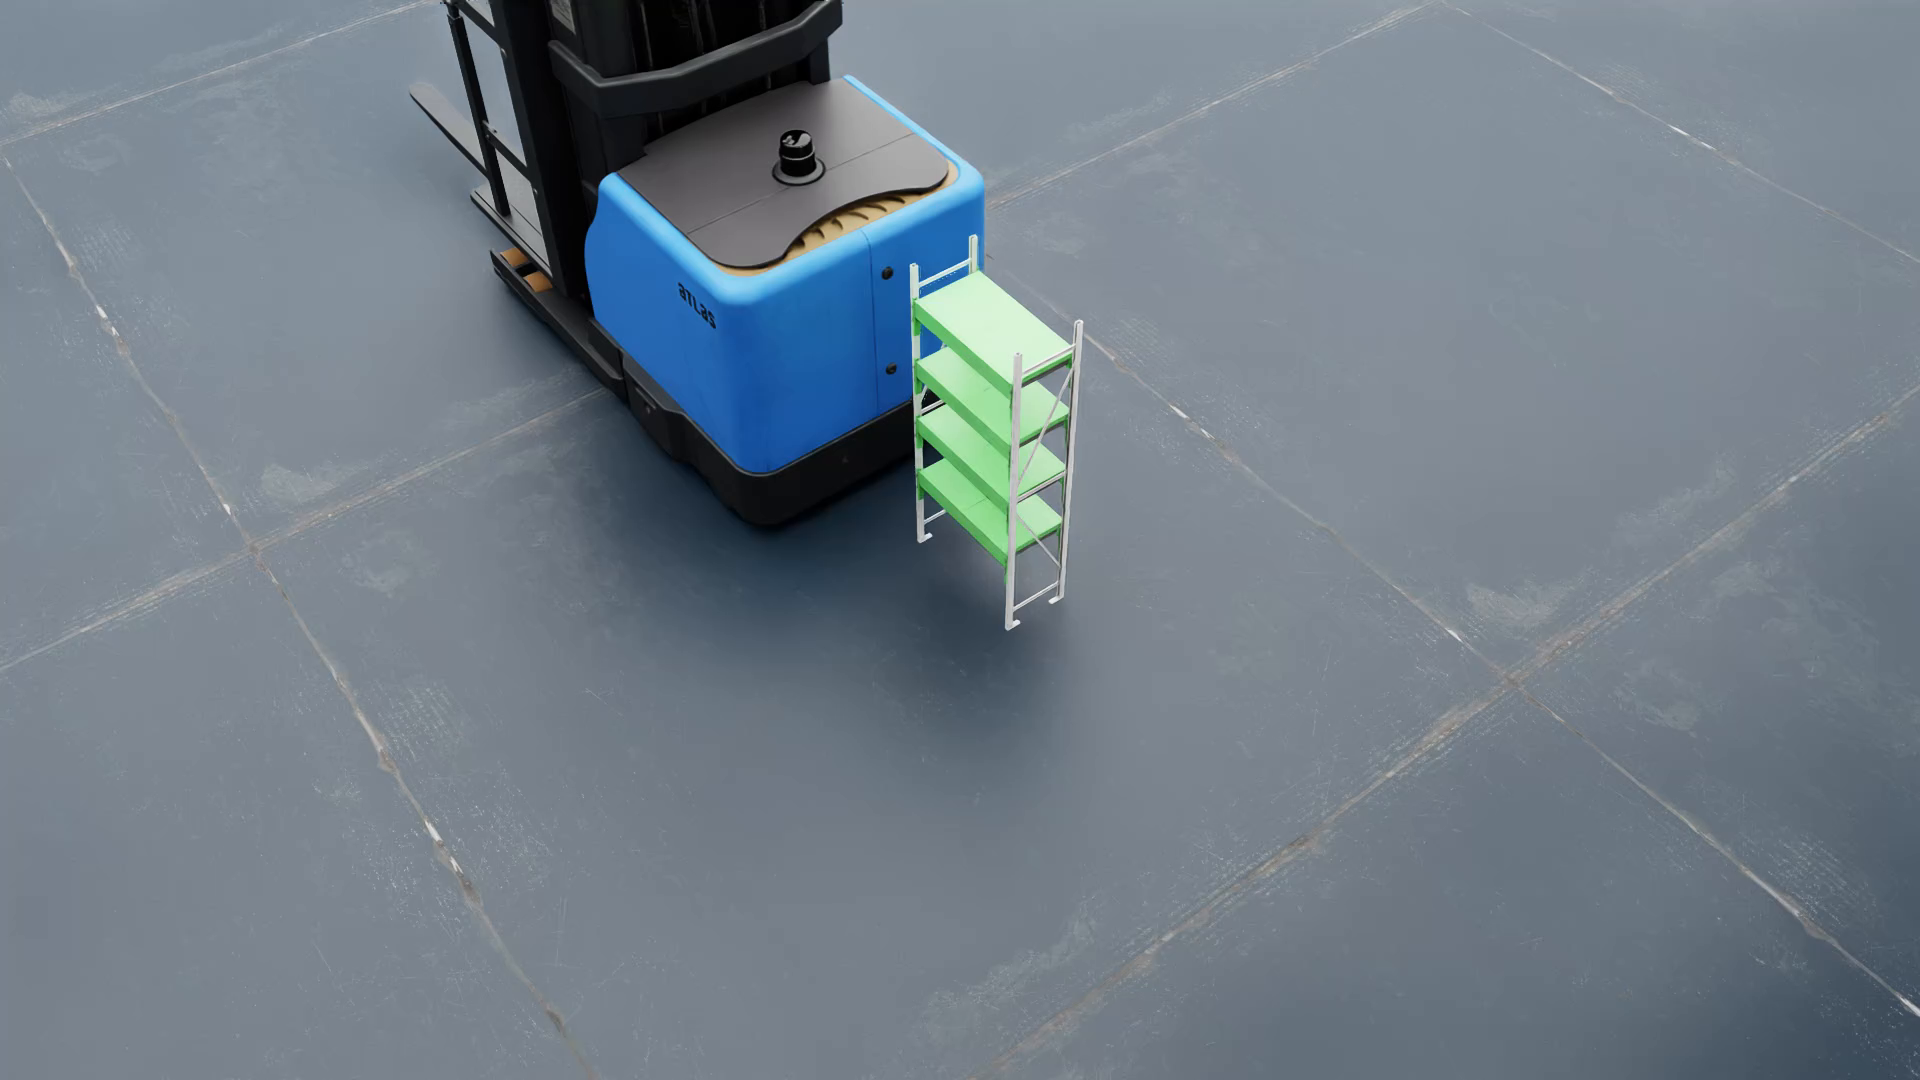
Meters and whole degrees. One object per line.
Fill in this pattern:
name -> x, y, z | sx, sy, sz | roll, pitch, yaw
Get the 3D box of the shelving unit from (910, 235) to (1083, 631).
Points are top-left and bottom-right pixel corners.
shelving unit -> 0.100, -0.305, 5.217 | 0.258, 1.200, 0.503 | -29, 54, -24

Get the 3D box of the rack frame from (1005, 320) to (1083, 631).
rack frame -> 0.248, -0.162, 5.087 | 0.240, 1.200, 0.015 | -29, 54, -24

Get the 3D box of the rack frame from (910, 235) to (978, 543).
rack frame -> -0.048, -0.449, 5.347 | 0.240, 1.200, 0.015 | -29, 54, -24

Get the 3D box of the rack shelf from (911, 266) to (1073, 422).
rack shelf -> 0.100, -0.585, 4.909 | 0.258, 0.148, 0.480 | -29, 54, -24

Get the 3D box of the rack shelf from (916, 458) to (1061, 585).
rack shelf -> 0.100, -0.101, 5.442 | 0.258, 0.148, 0.480 | -29, 54, -24

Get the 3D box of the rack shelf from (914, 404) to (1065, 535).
rack shelf -> 0.100, -0.262, 5.264 | 0.258, 0.148, 0.480 | -29, 54, -24

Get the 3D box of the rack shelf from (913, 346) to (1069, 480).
rack shelf -> 0.100, -0.424, 5.087 | 0.258, 0.148, 0.480 | -29, 54, -24

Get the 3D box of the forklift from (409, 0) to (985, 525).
forklift -> -1.206, -2.078, 5.655 | 1.130, 2.935, 3.031 | -30, 54, -24
